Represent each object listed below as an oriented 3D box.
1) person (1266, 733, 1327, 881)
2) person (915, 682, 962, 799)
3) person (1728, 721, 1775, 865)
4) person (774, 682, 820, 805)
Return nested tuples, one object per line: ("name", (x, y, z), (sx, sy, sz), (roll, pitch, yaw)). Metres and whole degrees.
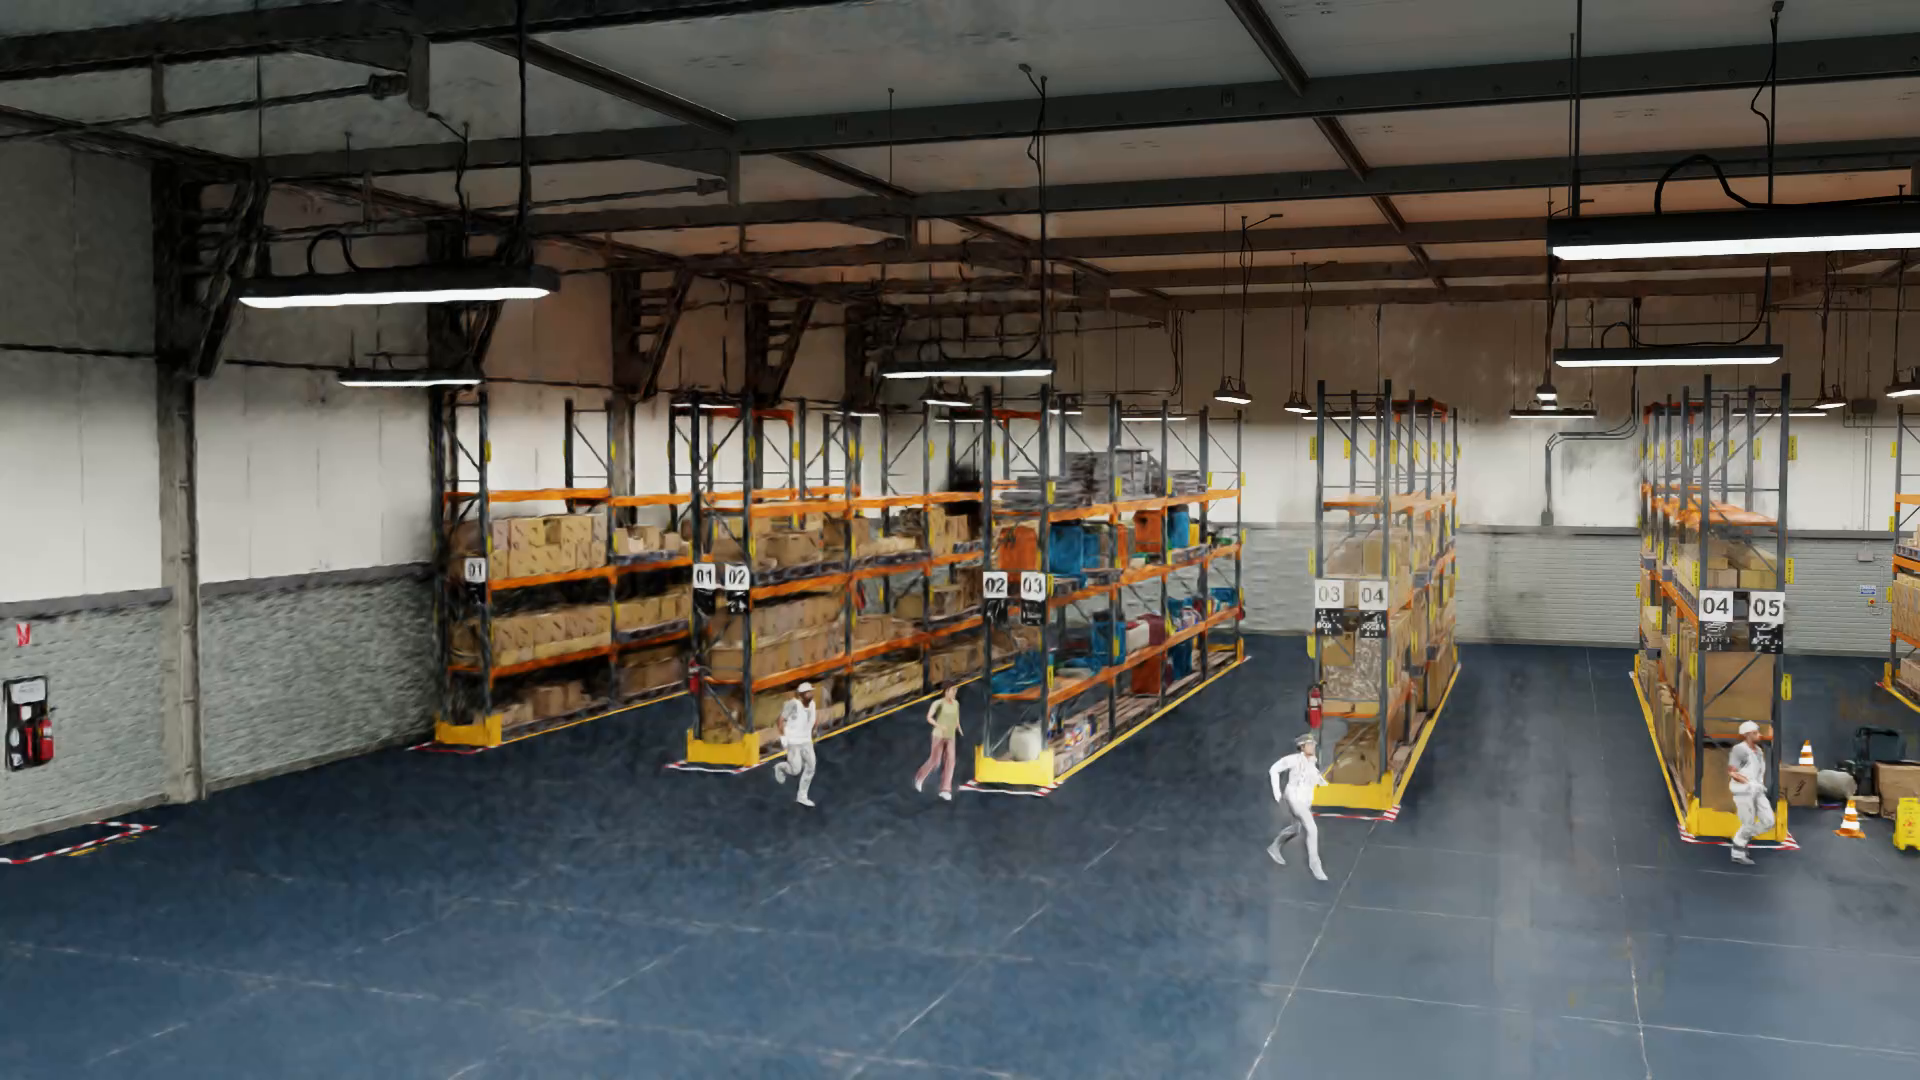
("person", (3.995, 3.118, 19.687), (0.635, 1.732, 0.867), (-3, 4, -40))
("person", (-0.212, 2.878, 24.204), (0.648, 1.644, 0.859), (-2, 4, -34))
("person", (9.534, 3.053, 20.047), (0.653, 1.745, 0.574), (-2, 4, -32))
("person", (-2.342, 2.886, 23.787), (0.788, 1.744, 0.699), (3, 4, 44))
